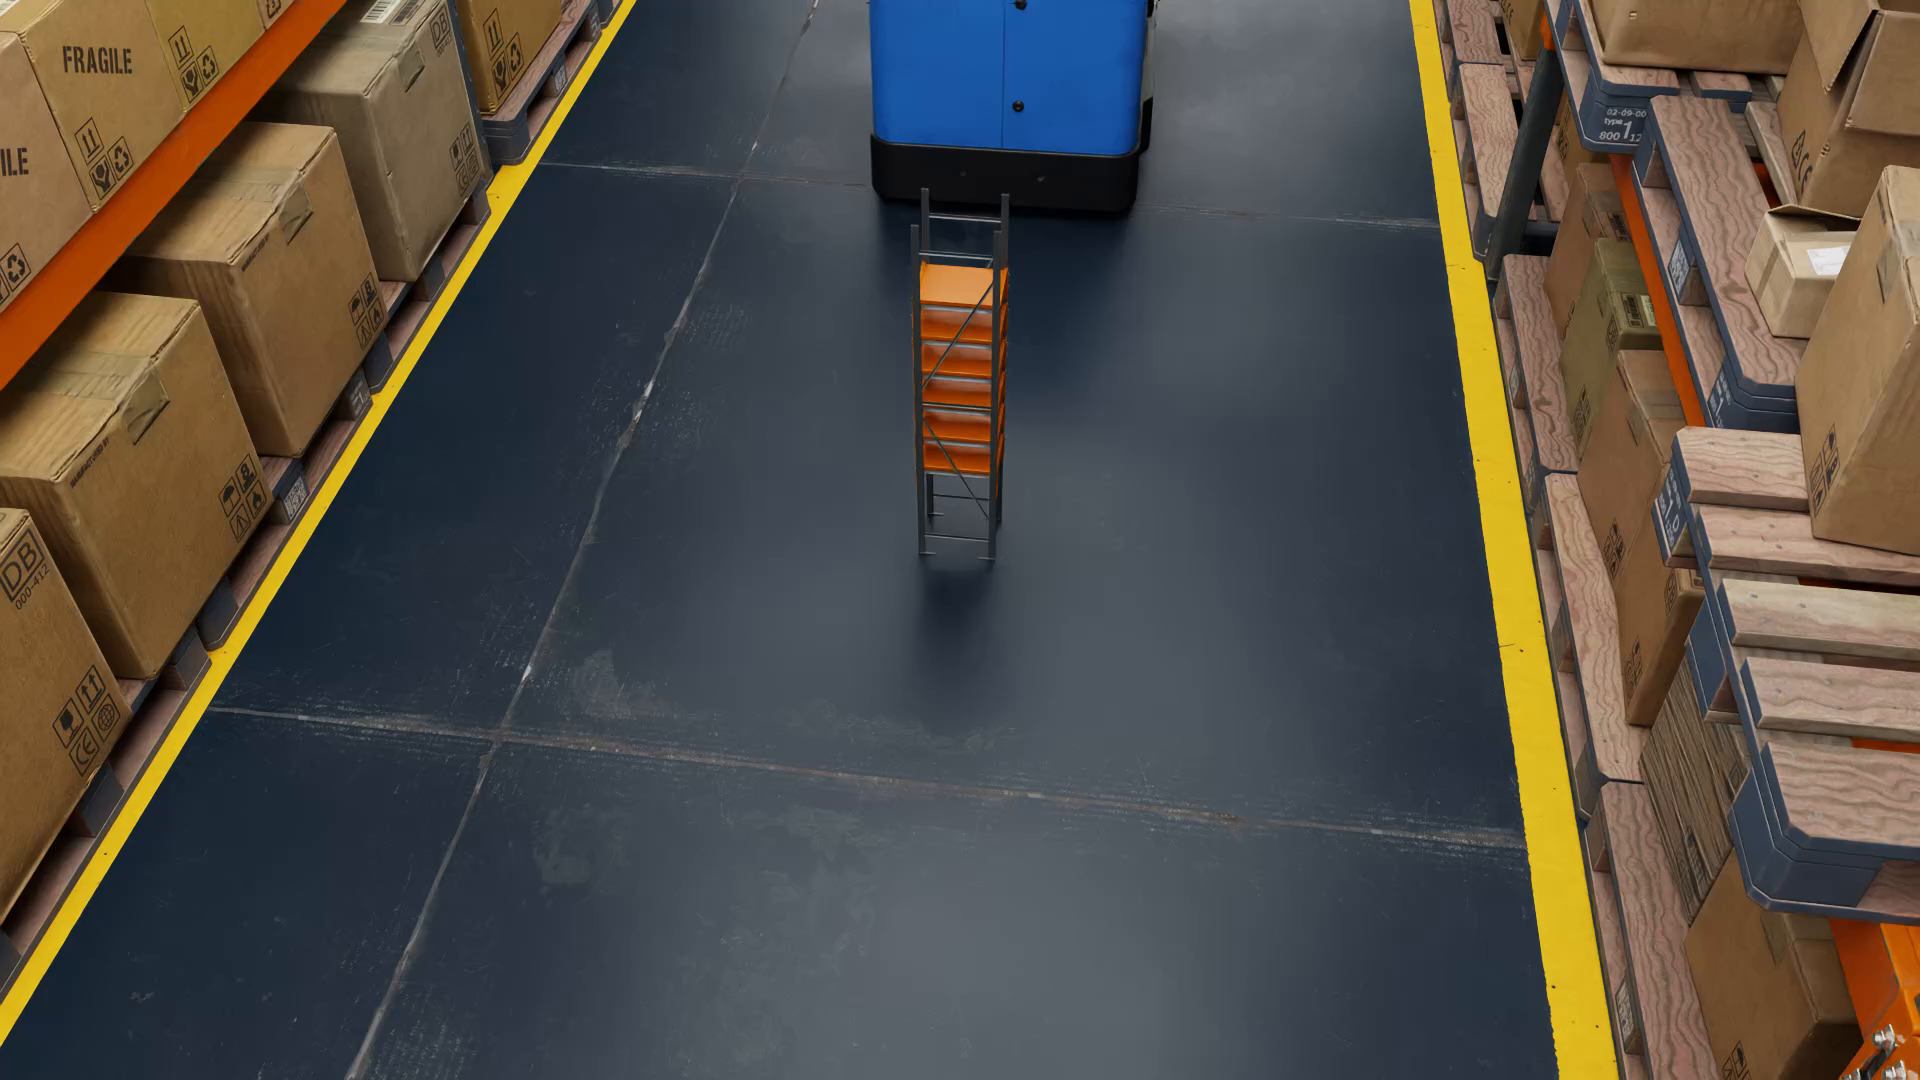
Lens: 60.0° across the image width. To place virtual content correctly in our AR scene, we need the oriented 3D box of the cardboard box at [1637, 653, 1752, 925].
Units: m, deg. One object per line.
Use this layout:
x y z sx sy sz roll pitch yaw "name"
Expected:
2.093 0.579 3.955 0.700 0.500 0.500 2 43 2 "cardboard box"

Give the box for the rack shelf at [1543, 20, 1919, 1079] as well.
2.228 -0.433 4.049 1.077 0.370 4.000 5 44 6 "rack shelf"

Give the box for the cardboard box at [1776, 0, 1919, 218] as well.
2.355 -1.058 3.805 0.797 0.503 0.637 9 44 10 "cardboard box"

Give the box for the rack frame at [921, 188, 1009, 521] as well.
0.014 -0.508 4.914 0.240 1.200 0.006 5 44 6 "rack frame"

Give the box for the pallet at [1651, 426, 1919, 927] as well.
1.952 0.243 2.951 1.213 0.211 1.003 5 44 6 "pallet"

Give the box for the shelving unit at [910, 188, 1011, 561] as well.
0.002 -0.446 4.848 0.258 1.200 0.189 5 44 6 "shelving unit"

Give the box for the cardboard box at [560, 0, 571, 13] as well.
-2.143 -2.995 7.472 0.875 0.875 0.875 6 44 6 "cardboard box"

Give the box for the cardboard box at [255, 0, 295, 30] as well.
-2.281 -1.889 4.991 0.500 0.500 0.500 5 44 5 "cardboard box"

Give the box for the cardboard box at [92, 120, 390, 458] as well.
-2.535 -0.825 5.270 1.050 0.750 0.750 5 44 6 "cardboard box"

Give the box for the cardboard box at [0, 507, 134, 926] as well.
-2.770 0.406 3.970 1.050 0.750 0.750 5 44 5 "cardboard box"

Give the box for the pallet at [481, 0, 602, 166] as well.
-2.232 -2.076 7.289 1.003 0.211 1.213 5 44 6 "pallet"

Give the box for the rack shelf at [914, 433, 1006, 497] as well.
0.002 -0.239 5.043 0.258 0.103 0.180 5 44 6 "rack shelf"

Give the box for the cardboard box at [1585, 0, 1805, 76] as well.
2.249 -1.899 4.332 1.000 1.000 1.000 6 44 6 "cardboard box"

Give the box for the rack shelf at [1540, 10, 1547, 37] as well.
2.757 -3.159 6.928 1.077 0.370 4.000 5 44 6 "rack shelf"

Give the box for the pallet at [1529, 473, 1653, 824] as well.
2.232 0.320 4.759 1.003 0.211 1.213 5 44 6 "pallet"

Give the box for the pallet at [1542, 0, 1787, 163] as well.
2.247 -1.480 4.771 1.003 0.211 1.213 5 44 6 "pallet"

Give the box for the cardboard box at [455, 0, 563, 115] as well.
-2.258 -2.381 6.822 0.875 0.875 0.875 6 44 6 "cardboard box"

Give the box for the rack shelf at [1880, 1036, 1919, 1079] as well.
1.699 2.293 1.170 1.077 0.370 4.000 5 44 6 "rack shelf"

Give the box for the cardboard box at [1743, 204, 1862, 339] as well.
1.917 -0.596 3.490 0.396 0.266 0.258 4 44 4 "cardboard box"

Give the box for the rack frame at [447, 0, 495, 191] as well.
-2.410 -2.577 5.790 1.000 3.000 0.127 5 44 6 "rack frame"

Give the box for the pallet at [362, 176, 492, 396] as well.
-2.438 -1.032 6.186 1.003 0.211 1.213 5 44 6 "pallet"

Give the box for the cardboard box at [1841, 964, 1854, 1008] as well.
2.023 0.685 3.298 0.500 0.250 0.500 7 44 7 "cardboard box"

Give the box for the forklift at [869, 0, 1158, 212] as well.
0.334 -3.363 6.670 1.130 2.935 3.031 5 44 5 "forklift"

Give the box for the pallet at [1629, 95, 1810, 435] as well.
2.185 -0.615 3.857 1.003 0.211 1.213 5 44 6 "pallet"

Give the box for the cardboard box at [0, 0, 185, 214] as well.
-2.413 -1.199 4.262 0.500 0.500 0.500 5 44 5 "cardboard box"

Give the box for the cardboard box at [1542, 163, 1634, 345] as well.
2.390 -0.893 5.510 0.700 0.500 0.500 2 43 2 "cardboard box"

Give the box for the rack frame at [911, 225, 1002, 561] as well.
-0.010 -0.383 4.782 0.240 1.200 0.006 5 44 6 "rack frame"

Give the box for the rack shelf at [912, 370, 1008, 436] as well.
0.002 -0.413 4.878 0.258 0.103 0.180 5 44 6 "rack shelf"

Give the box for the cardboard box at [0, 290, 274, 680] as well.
-2.657 -0.190 4.600 1.050 0.750 0.750 6 44 6 "cardboard box"

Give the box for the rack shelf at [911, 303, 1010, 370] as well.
0.002 -0.588 4.713 0.258 0.103 0.180 5 44 6 "rack shelf"

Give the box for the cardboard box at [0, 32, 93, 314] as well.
-2.481 -0.859 3.903 0.500 0.500 0.500 5 44 5 "cardboard box"

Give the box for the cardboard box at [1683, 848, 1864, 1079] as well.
2.033 0.958 3.555 0.700 0.500 0.500 3 44 3 "cardboard box"

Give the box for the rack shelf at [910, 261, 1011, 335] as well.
0.002 -0.675 4.631 0.258 0.103 0.180 5 44 6 "rack shelf"

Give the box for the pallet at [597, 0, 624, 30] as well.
-2.074 -2.910 8.169 1.003 0.211 1.213 5 44 6 "pallet"

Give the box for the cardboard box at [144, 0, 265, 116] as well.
-2.348 -1.545 4.627 0.500 0.500 0.500 6 44 6 "cardboard box"

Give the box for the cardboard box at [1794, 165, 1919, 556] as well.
1.970 -0.281 2.987 0.700 0.500 0.500 11 45 12 "cardboard box"

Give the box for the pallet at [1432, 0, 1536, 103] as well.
2.705 -2.340 7.568 1.003 0.211 1.213 5 44 6 "pallet"

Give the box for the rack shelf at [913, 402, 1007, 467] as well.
0.002 -0.326 4.961 0.258 0.103 0.180 5 44 6 "rack shelf"

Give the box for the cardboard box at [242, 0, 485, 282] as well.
-2.403 -1.482 5.964 1.050 0.750 0.750 5 44 5 "cardboard box"

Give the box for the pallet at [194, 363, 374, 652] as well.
-2.597 -0.198 5.306 1.003 0.211 1.213 5 44 6 "pallet"

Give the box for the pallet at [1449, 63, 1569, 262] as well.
2.546 -1.506 6.687 1.003 0.211 1.213 5 44 6 "pallet"

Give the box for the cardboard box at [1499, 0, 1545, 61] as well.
2.658 -2.393 7.108 0.500 0.500 0.500 2 43 2 "cardboard box"

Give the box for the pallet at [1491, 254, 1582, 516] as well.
2.391 -0.514 5.640 1.003 0.211 1.213 5 44 6 "pallet"

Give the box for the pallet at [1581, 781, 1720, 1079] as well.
2.069 1.149 3.883 1.003 0.211 1.213 5 44 6 "pallet"

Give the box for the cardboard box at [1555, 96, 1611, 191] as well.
2.585 -1.571 6.241 0.500 0.500 0.500 4 44 4 "cardboard box"

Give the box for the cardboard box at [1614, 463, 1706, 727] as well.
2.161 0.192 4.364 0.700 0.500 0.500 9 44 9 "cardboard box"

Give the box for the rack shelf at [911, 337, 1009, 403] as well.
0.002 -0.500 4.796 0.258 0.103 0.180 5 44 6 "rack shelf"

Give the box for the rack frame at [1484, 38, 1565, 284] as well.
2.493 -2.058 5.241 1.000 3.000 0.127 5 44 6 "rack frame"

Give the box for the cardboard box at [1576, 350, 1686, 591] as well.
2.235 -0.188 4.765 0.700 0.500 0.500 2 43 2 "cardboard box"

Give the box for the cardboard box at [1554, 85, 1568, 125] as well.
2.653 -1.962 6.653 0.500 0.500 0.500 19 46 19 "cardboard box"

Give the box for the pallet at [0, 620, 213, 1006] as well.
-2.760 0.631 4.430 1.003 0.211 1.213 5 44 6 "pallet"

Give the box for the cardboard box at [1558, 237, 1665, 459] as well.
2.308 -0.570 5.168 0.700 0.500 0.500 5 44 5 "cardboard box"
